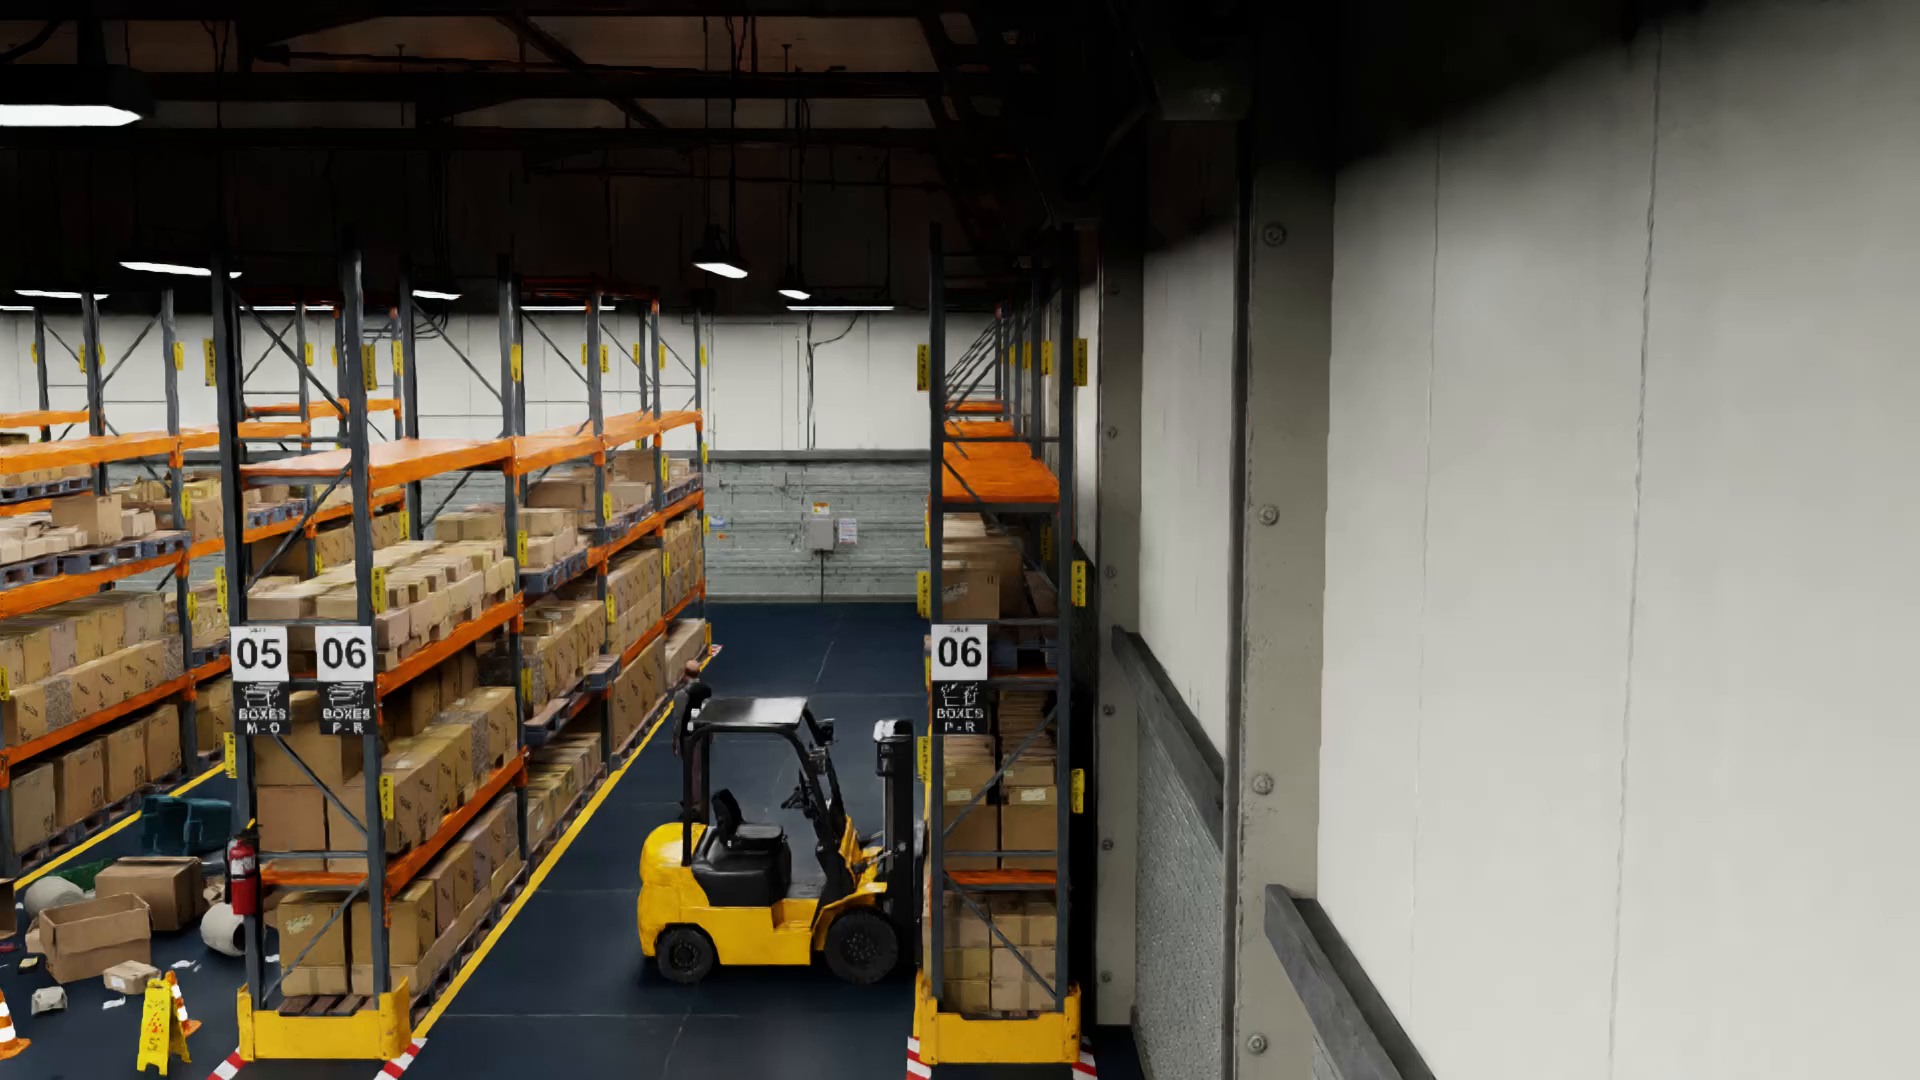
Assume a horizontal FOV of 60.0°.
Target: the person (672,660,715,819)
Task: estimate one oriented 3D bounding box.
[{"bbox_3d":[-2.955,2.162,18.340,0.576,1.718,0.626,4,8,31],"label":"person"}]
